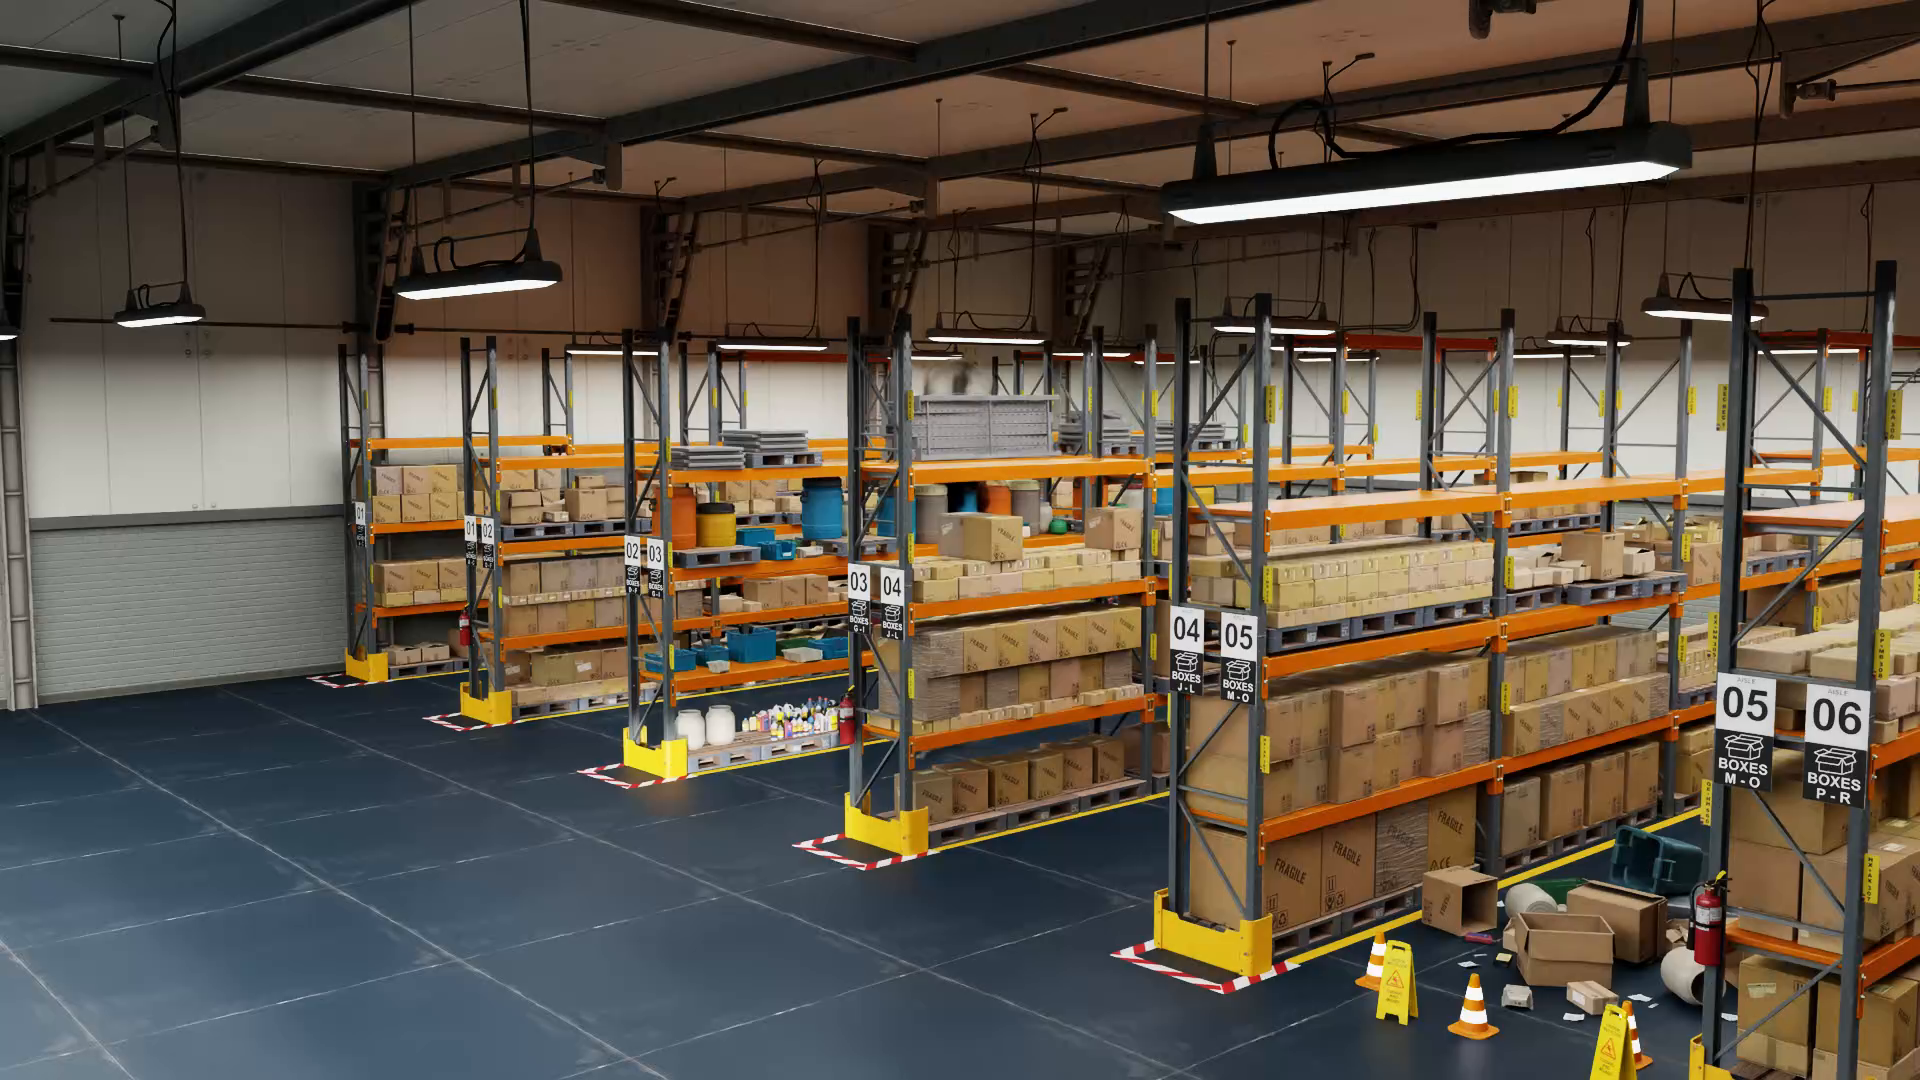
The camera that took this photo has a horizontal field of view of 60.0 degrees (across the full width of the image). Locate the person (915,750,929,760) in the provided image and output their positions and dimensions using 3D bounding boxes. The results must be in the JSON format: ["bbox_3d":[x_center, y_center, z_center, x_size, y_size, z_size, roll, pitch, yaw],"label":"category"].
[{"bbox_3d":[-0.371,2.222,23.672,0.703,1.734,1.052,3,6,27],"label":"person"}]
